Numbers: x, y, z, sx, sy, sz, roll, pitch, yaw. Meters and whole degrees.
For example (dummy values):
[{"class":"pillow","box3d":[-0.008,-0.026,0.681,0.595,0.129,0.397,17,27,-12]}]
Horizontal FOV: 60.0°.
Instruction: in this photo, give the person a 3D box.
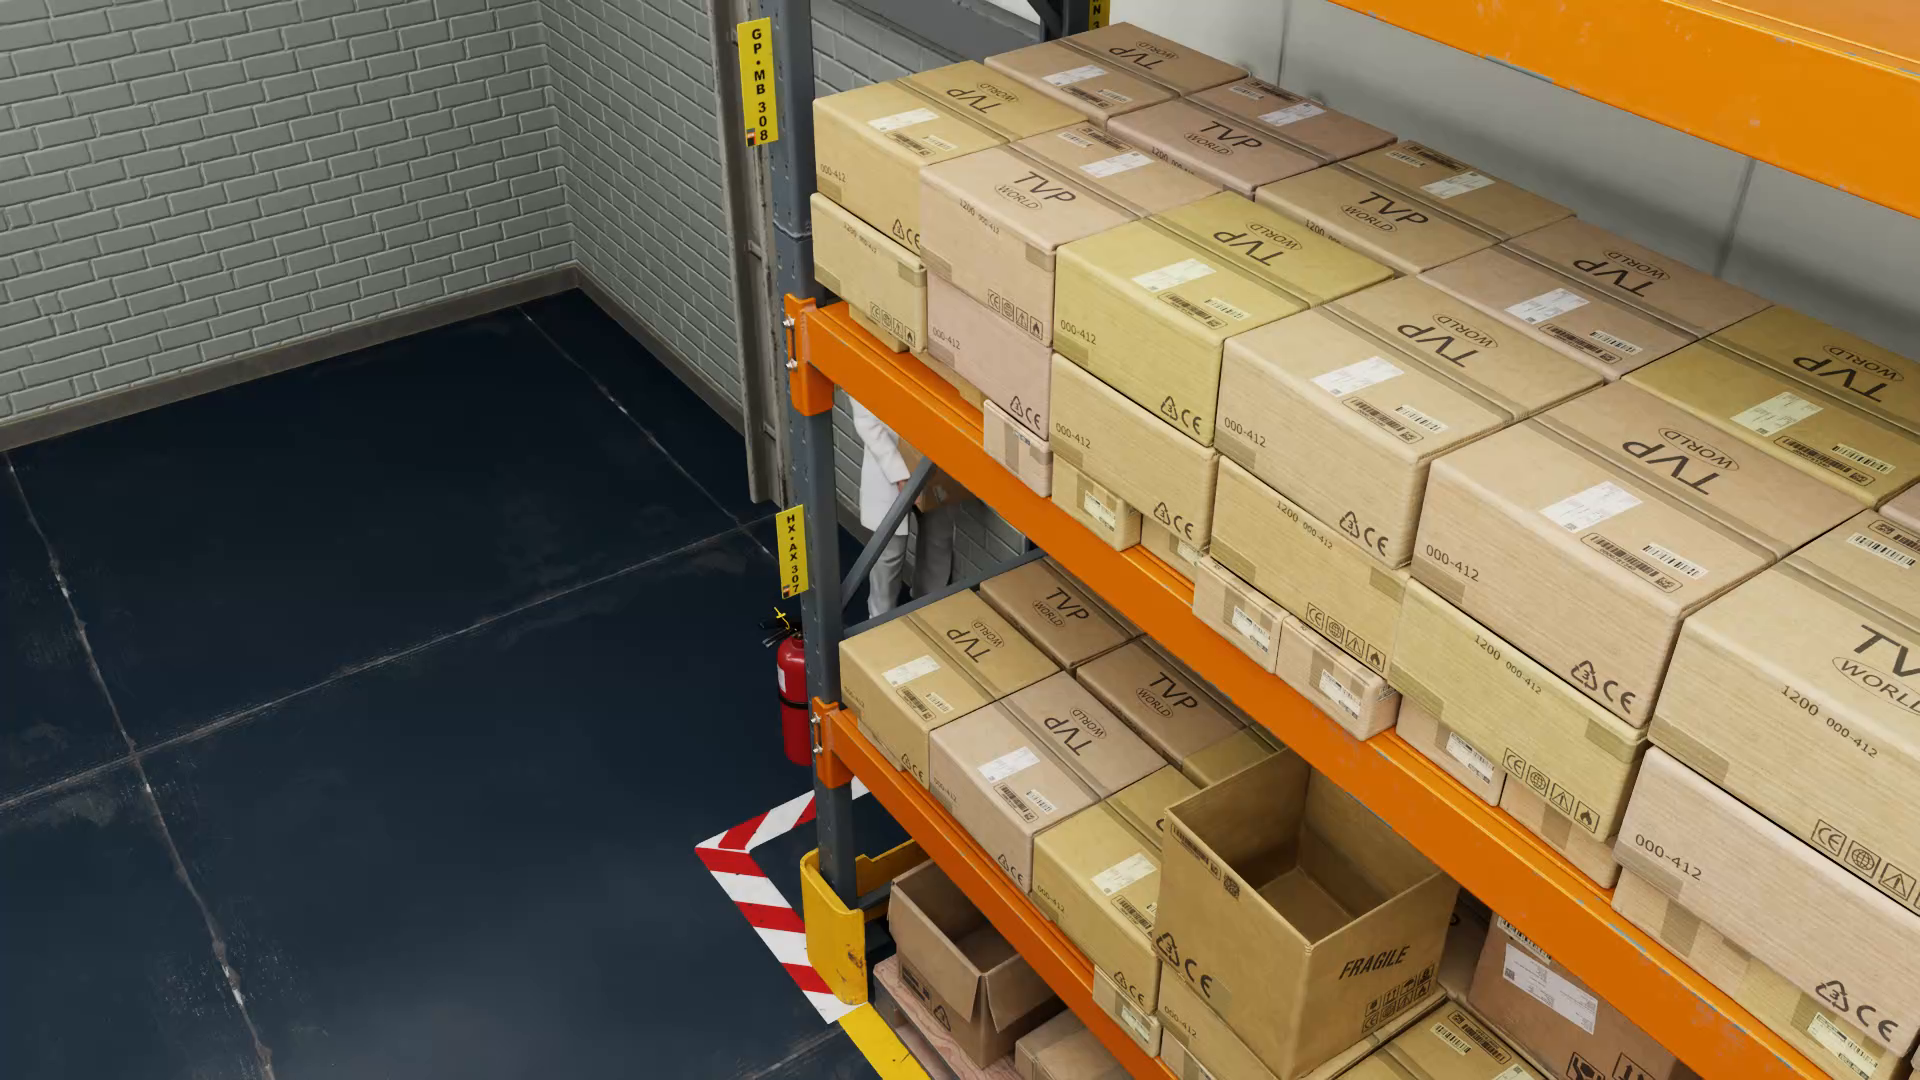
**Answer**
[{"class":"person","box3d":[-0.178,-0.264,7.387,0.530,1.772,0.557,-17,39,-22]}]
